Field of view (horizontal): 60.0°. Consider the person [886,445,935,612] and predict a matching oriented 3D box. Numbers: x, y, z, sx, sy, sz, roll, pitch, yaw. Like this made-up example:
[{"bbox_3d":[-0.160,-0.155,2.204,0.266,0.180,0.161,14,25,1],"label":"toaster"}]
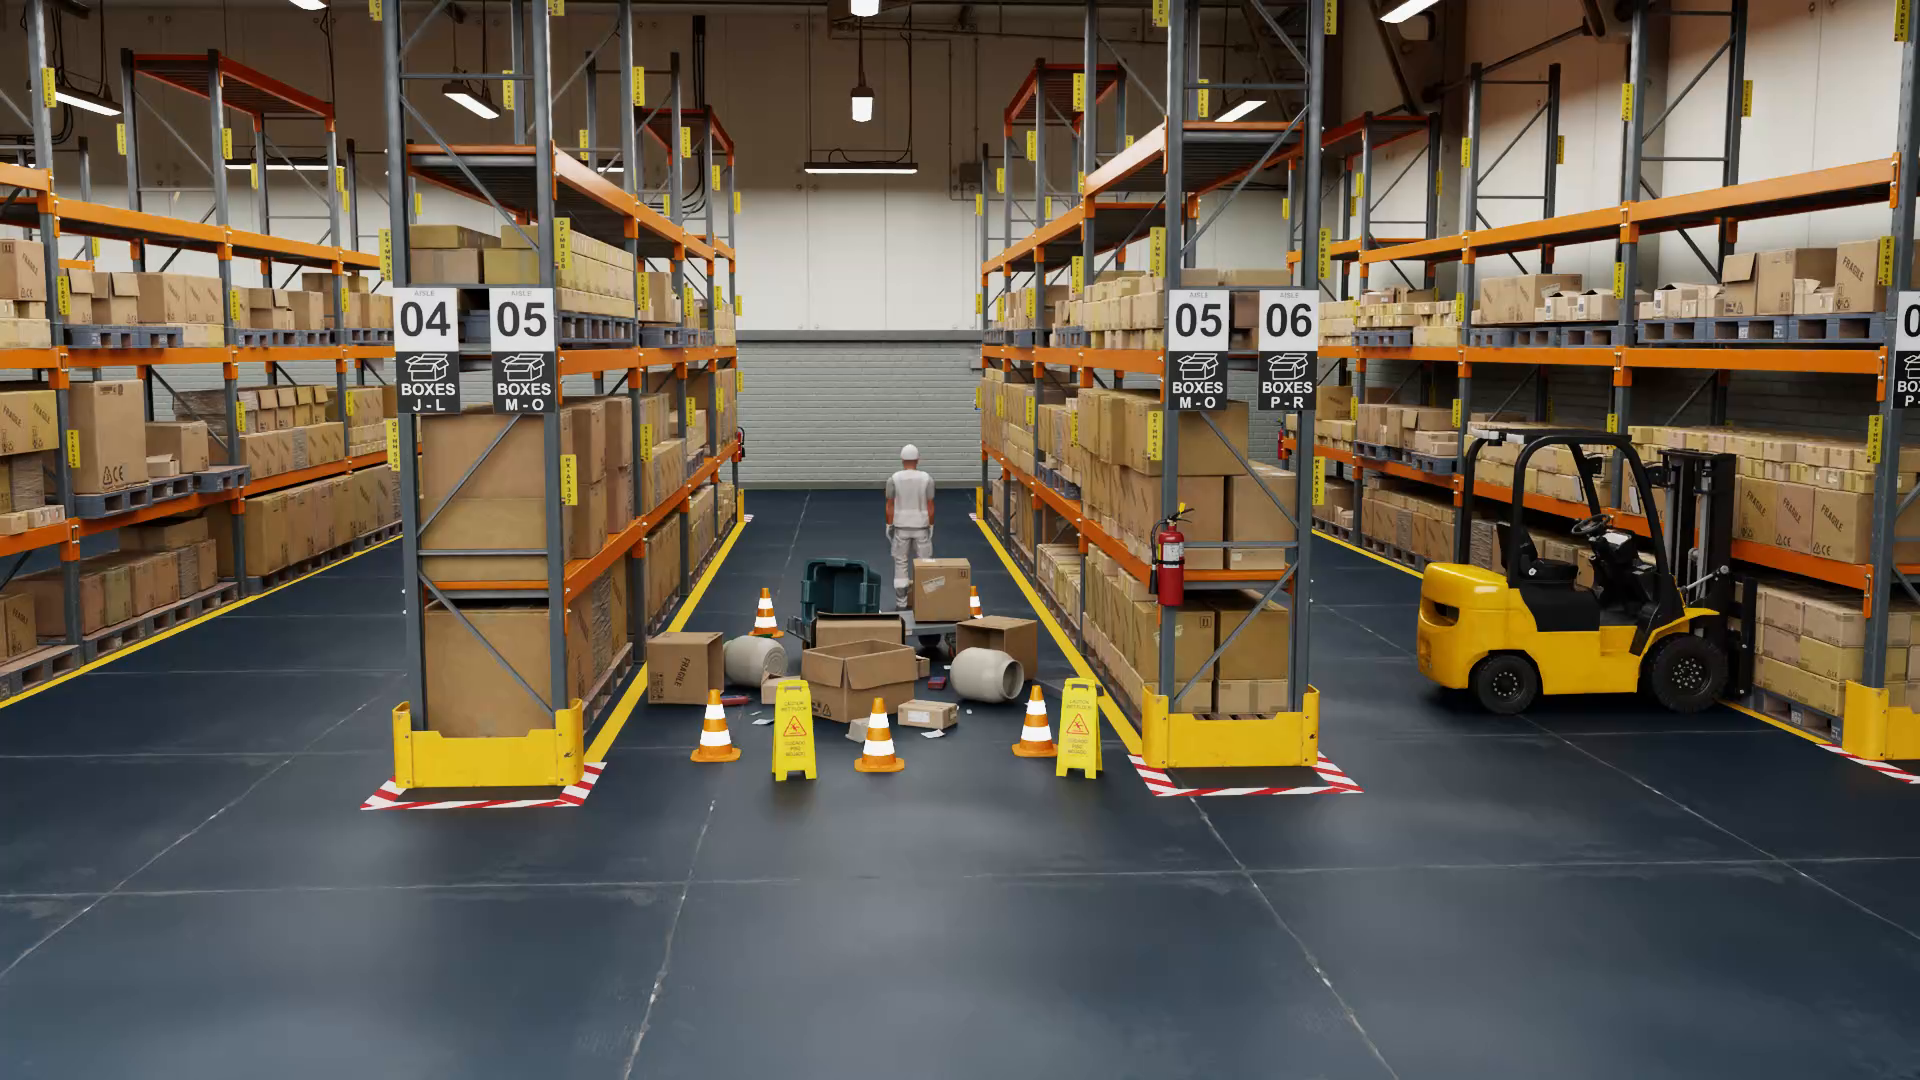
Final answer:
[{"bbox_3d":[-0.528,-0.116,17.685,0.524,1.800,0.341,0,7,-2],"label":"person"}]
